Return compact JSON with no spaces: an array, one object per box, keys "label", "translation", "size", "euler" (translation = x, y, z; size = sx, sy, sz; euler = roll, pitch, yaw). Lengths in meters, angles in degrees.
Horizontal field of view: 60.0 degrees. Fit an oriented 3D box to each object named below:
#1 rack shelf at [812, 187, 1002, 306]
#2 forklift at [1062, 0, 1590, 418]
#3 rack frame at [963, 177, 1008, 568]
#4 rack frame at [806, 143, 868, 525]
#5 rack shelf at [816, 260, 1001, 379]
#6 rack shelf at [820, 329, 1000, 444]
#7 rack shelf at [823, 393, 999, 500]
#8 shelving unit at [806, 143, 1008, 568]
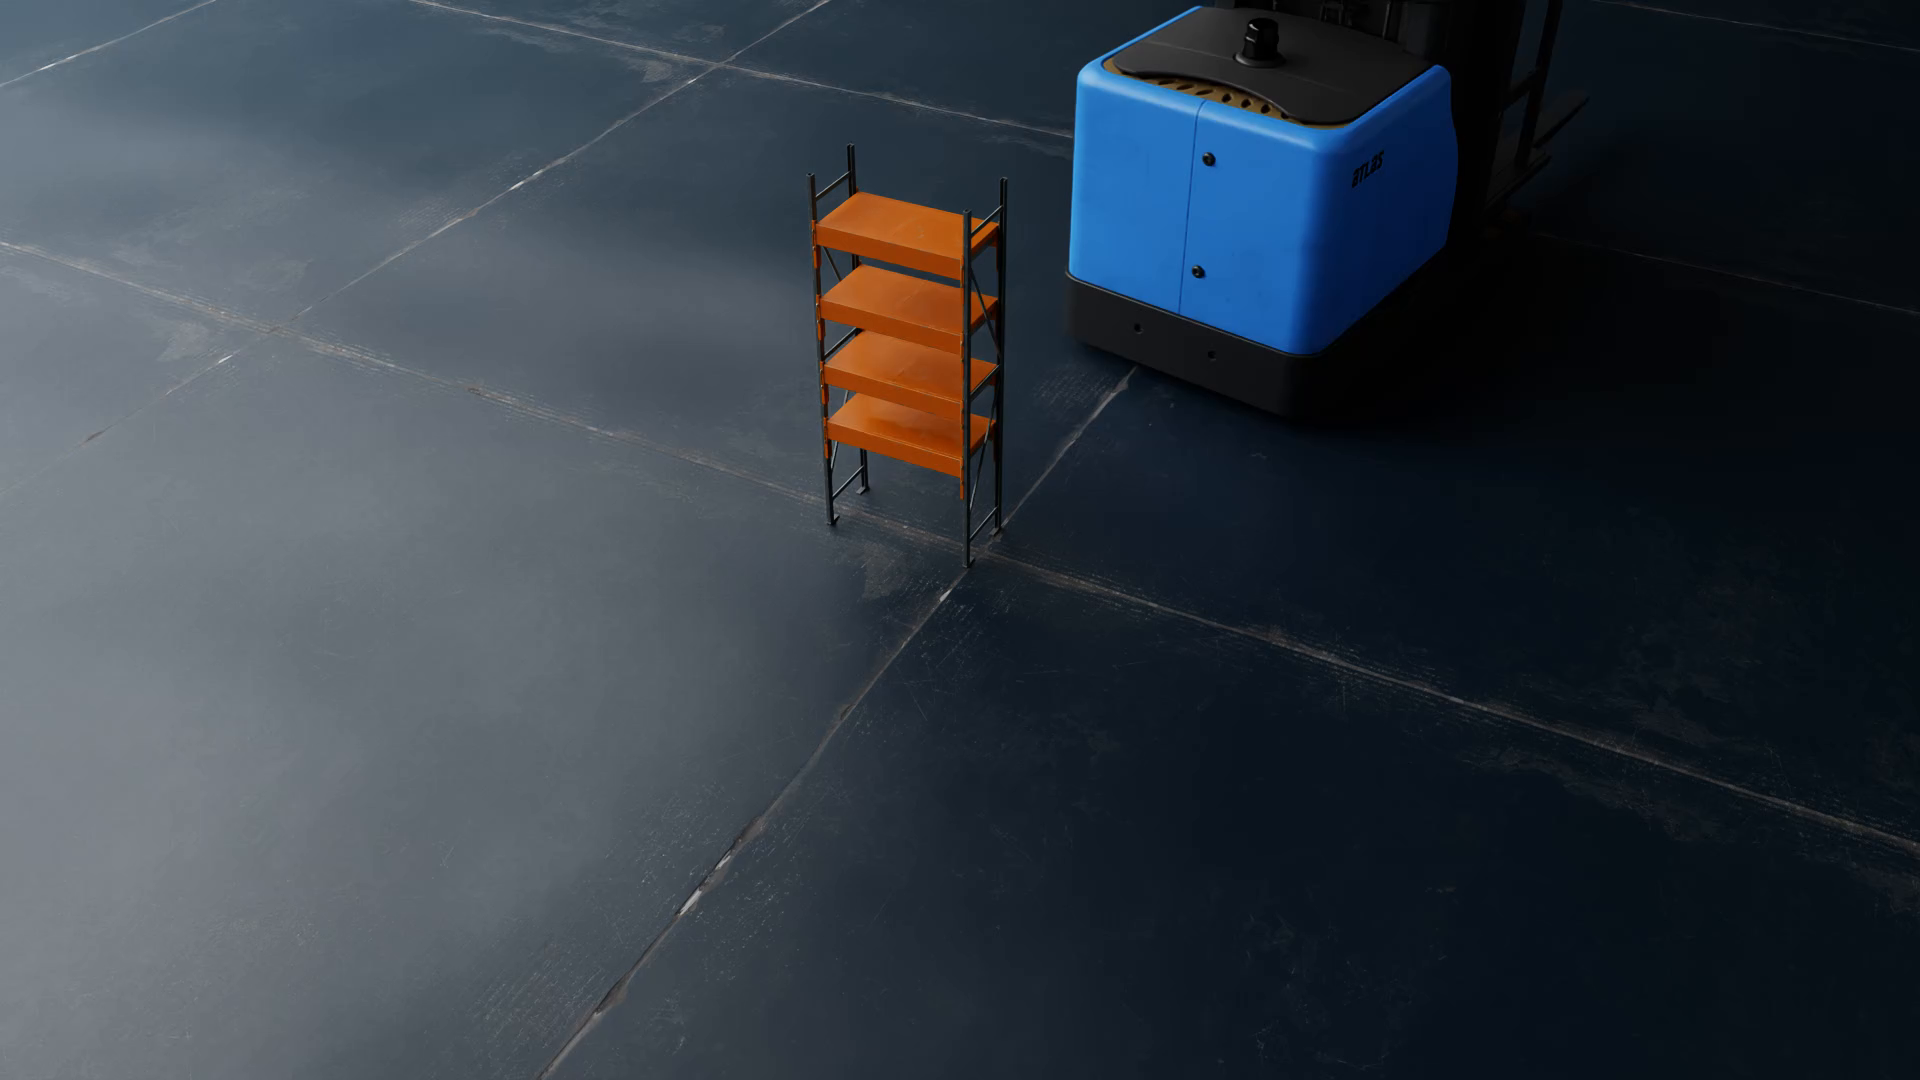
[{"label":"rack shelf","translation":[-0.147,-0.837,4.710],"size":[0.480,0.148,0.258],"euler":[17,41,21]},{"label":"forklift","translation":[1.675,-2.420,6.014],"size":[1.130,2.935,3.031],"euler":[25,44,29]},{"label":"rack frame","translation":[0.070,-0.456,4.858],"size":[0.015,1.200,0.240],"euler":[17,41,21]},{"label":"rack frame","translation":[-0.364,-0.592,5.037],"size":[0.015,1.200,0.240],"euler":[17,41,21]},{"label":"rack shelf","translation":[-0.147,-0.649,4.853],"size":[0.480,0.148,0.258],"euler":[17,41,21]},{"label":"rack shelf","translation":[-0.147,-0.470,4.989],"size":[0.480,0.148,0.258],"euler":[17,41,21]},{"label":"rack shelf","translation":[-0.147,-0.312,5.109],"size":[0.480,0.148,0.258],"euler":[17,41,21]},{"label":"shelving unit","translation":[-0.147,-0.524,4.948],"size":[0.503,1.200,0.258],"euler":[17,41,21]}]
